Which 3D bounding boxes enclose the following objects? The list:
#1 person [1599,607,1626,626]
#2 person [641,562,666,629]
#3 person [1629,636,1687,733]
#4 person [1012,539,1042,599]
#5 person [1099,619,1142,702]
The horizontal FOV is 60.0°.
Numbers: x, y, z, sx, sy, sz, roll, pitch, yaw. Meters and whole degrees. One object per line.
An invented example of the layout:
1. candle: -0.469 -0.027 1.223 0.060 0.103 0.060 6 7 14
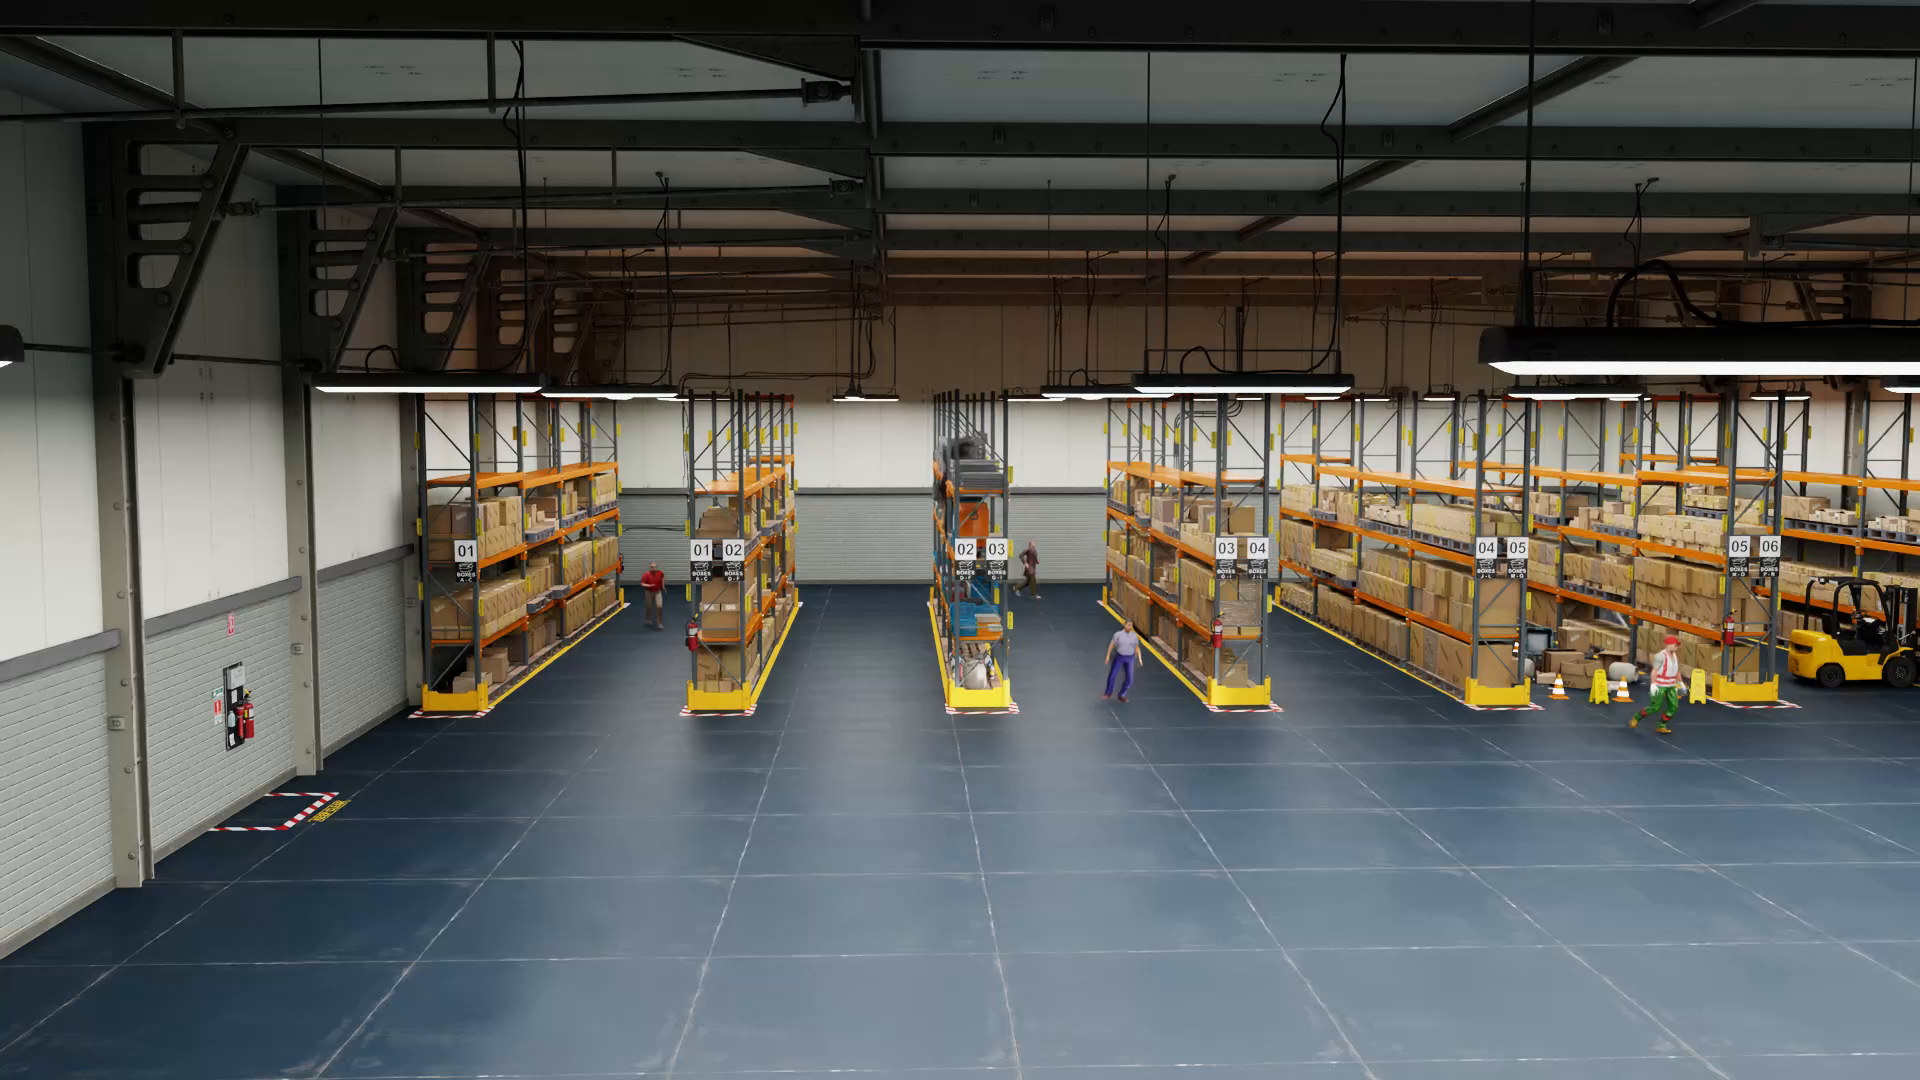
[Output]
1. person: 16.326 1.453 41.681 0.688 1.747 0.997 -1 5 -16
2. person: -7.857 1.412 42.632 0.680 1.713 1.000 -2 5 -22
3. person: 12.161 2.504 28.961 0.792 1.712 0.713 -2 5 -27
4. person: 2.044 0.842 49.020 1.012 1.728 0.738 2 5 24
5. person: 3.090 2.309 32.037 0.774 1.600 0.505 -1 5 -9
